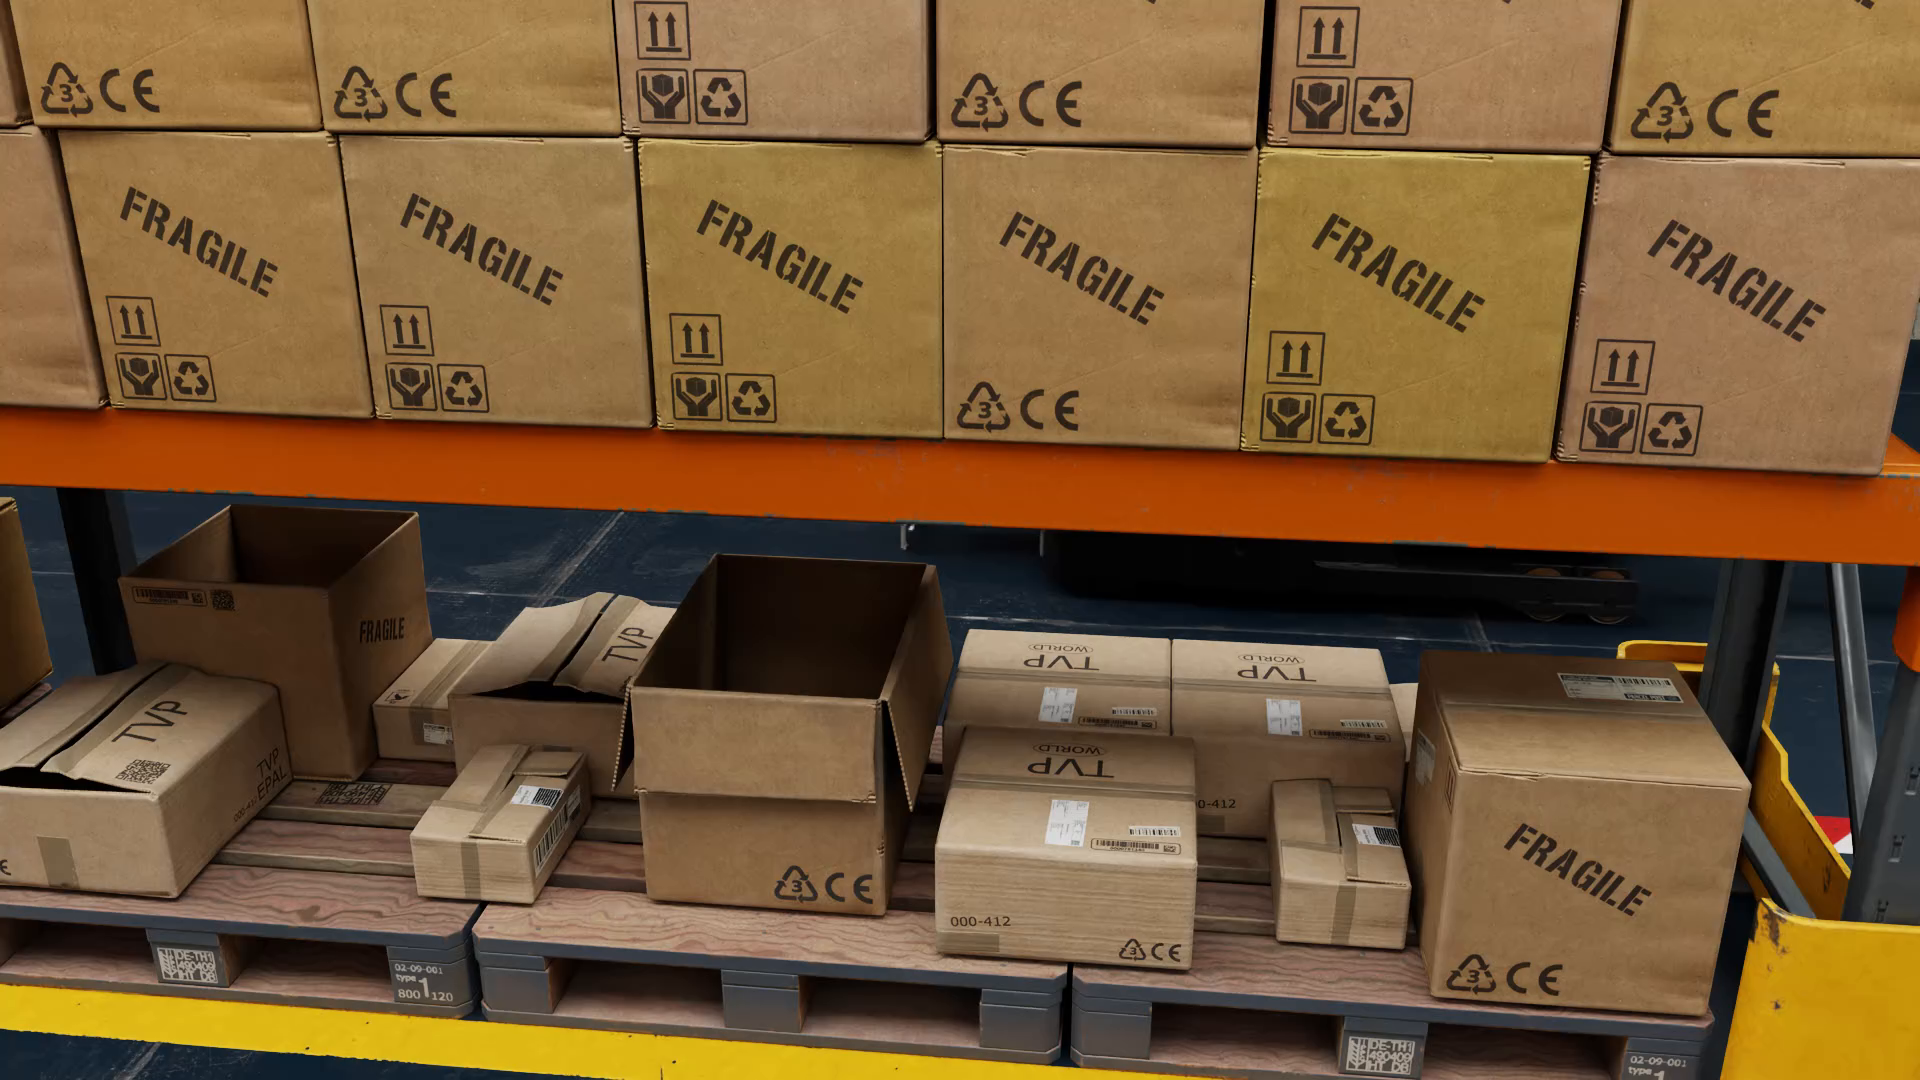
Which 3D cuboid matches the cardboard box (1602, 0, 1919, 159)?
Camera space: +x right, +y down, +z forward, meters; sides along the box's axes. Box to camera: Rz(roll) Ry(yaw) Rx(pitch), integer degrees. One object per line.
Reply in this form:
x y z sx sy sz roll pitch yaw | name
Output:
1.263 -0.899 2.637 0.500 0.500 0.500 2 22 6 | cardboard box

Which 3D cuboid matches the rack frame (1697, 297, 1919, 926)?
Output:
1.738 -0.468 3.045 0.127 3.000 1.000 2 22 6 | rack frame

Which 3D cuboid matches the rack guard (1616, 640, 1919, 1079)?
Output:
1.662 0.691 3.513 0.348 0.500 1.175 2 22 6 | rack guard

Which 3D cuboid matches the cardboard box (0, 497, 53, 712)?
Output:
-2.686 0.206 4.139 0.500 0.500 0.500 2 22 4 | cardboard box

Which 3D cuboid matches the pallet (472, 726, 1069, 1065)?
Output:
-0.338 0.737 3.788 1.213 0.211 1.003 2 22 6 | pallet

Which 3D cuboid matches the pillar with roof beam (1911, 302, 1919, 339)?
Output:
4.593 -3.694 3.045 0.400 9.000 9.100 2 22 6 | pillar with roof beam

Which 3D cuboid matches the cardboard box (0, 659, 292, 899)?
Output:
-1.843 0.501 3.650 0.500 0.311 0.500 2 22 6 | cardboard box

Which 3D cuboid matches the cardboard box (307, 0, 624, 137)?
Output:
-0.777 -0.985 2.856 0.500 0.500 0.500 2 22 5 | cardboard box

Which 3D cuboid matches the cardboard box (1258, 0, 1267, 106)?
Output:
0.808 -1.115 3.185 0.500 0.500 0.500 3 22 7 | cardboard box

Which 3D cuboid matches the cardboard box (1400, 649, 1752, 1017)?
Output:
1.169 0.556 3.256 0.500 0.500 0.500 2 22 6 | cardboard box

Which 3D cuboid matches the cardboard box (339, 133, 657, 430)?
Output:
-0.755 -0.523 3.047 0.500 0.500 0.500 2 22 6 | cardboard box

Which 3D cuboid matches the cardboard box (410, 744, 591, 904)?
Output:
-0.983 0.602 3.592 0.250 0.166 0.380 2 22 6 | cardboard box

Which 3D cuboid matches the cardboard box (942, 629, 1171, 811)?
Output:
0.238 0.435 3.901 0.500 0.250 0.500 2 22 6 | cardboard box

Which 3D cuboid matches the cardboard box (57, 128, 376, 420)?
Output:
-1.252 -0.546 3.104 0.500 0.500 0.500 3 22 7 | cardboard box

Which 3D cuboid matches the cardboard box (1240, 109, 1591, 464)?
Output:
0.745 -0.456 2.878 0.500 0.500 0.500 3 22 7 | cardboard box

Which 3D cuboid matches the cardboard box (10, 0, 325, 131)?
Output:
-1.287 -1.008 2.913 0.500 0.500 0.500 2 22 5 | cardboard box

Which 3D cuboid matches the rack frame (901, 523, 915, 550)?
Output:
-0.185 -0.566 5.739 0.015 1.200 0.240 2 22 6 | rack frame

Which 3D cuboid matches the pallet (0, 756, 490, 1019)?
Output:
-1.553 0.685 3.919 1.213 0.211 1.003 2 22 6 | pallet

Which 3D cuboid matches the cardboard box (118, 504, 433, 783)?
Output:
-1.635 0.237 4.061 0.500 0.500 0.500 2 22 6 | cardboard box

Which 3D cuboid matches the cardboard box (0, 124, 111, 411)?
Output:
-1.761 -0.567 3.157 0.500 0.500 0.500 3 22 8 | cardboard box

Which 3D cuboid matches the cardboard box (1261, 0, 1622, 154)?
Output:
0.761 -0.920 2.692 0.500 0.500 0.500 3 22 8 | cardboard box

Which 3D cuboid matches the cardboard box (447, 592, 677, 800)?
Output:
-0.891 0.358 4.014 0.500 0.311 0.500 2 22 6 | cardboard box

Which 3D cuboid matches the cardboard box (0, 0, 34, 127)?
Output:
-1.800 -1.030 2.969 0.500 0.500 0.500 3 22 8 | cardboard box

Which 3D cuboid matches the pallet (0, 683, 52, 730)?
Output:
-3.047 0.634 4.050 1.213 0.211 1.003 2 22 6 | pallet

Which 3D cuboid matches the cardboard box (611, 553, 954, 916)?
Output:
-0.368 0.394 3.660 0.637 0.503 0.797 2 22 6 | cardboard box

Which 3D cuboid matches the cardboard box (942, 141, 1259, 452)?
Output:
0.250 -0.480 2.937 0.500 0.500 0.500 3 22 7 | cardboard box

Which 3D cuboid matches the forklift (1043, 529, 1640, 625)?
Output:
1.831 -1.303 5.249 3.031 2.935 1.130 2 22 6 | forklift

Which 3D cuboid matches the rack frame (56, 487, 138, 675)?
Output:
-2.235 -0.642 3.483 0.127 3.000 1.000 2 22 6 | rack frame

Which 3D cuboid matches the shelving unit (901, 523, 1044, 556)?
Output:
0.057 -0.555 5.713 0.503 1.200 0.258 2 22 6 | shelving unit

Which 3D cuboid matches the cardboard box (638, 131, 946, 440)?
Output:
-0.250 -0.502 2.993 0.500 0.500 0.500 2 22 6 | cardboard box

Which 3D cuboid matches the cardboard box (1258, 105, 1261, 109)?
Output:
0.815 -0.651 3.370 0.500 0.500 0.500 2 22 6 | cardboard box

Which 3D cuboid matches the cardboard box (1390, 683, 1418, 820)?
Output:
1.114 0.490 3.876 0.250 0.166 0.380 2 22 6 | cardboard box

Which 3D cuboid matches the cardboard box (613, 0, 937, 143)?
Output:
-0.264 -0.963 2.801 0.500 0.500 0.500 3 22 8 | cardboard box

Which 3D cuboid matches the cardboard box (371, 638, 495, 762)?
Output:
-1.256 0.395 4.140 0.250 0.149 0.380 2 22 6 | cardboard box

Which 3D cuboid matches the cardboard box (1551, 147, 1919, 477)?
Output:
1.261 -0.435 2.824 0.500 0.500 0.500 3 22 8 | cardboard box

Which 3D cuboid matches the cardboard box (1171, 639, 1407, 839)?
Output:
0.734 0.457 3.846 0.500 0.250 0.500 2 22 6 | cardboard box

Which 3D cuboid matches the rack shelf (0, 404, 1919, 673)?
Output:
-0.249 -0.220 3.396 4.000 0.370 1.077 2 22 6 | rack shelf

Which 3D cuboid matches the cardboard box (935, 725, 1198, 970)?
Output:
0.229 0.620 3.433 0.500 0.250 0.500 2 22 6 | cardboard box

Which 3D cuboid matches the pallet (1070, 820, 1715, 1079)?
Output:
0.870 0.791 3.652 1.213 0.211 1.003 2 22 6 | pallet

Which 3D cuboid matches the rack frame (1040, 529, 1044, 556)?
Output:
0.299 -0.545 5.686 0.015 1.200 0.240 2 22 6 | rack frame

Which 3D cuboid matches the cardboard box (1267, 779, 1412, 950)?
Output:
0.777 0.661 3.444 0.250 0.166 0.380 2 22 6 | cardboard box

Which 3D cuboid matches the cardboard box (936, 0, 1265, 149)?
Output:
0.246 -0.941 2.744 0.500 0.500 0.500 3 22 8 | cardboard box
